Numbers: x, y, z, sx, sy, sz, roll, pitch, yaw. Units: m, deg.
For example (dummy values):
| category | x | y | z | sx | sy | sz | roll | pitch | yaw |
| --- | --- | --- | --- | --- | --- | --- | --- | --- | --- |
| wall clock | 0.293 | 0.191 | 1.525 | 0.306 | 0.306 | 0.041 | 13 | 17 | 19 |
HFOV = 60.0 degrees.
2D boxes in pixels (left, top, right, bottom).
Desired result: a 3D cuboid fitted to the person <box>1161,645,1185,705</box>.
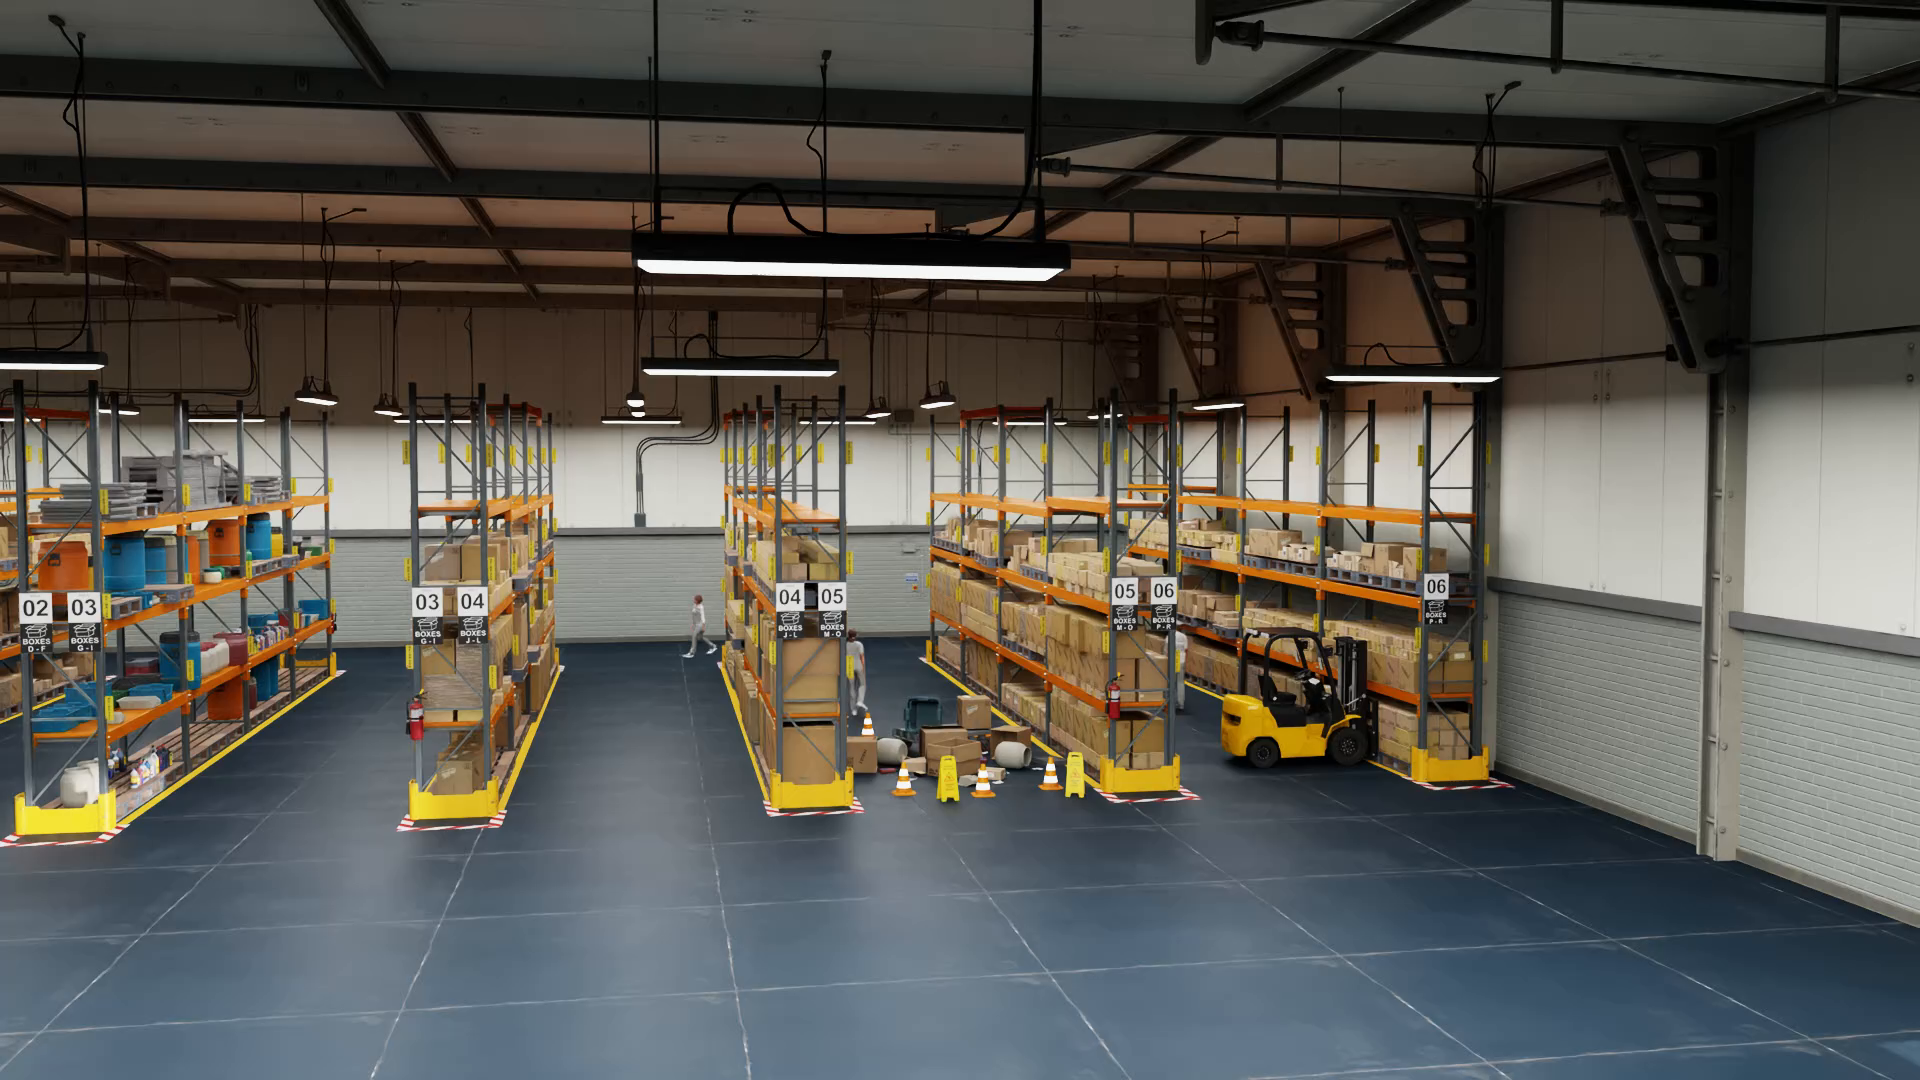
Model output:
| category | x | y | z | sx | sy | sz | roll | pitch | yaw |
| --- | --- | --- | --- | --- | --- | --- | --- | --- | --- |
| person | 4.246 | 2.471 | 32.851 | 0.440 | 1.536 | 0.517 | -1 | 3 | -18 |

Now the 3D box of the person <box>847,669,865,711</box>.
| category | x | y | z | sx | sy | sz | roll | pitch | yaw |
| --- | --- | --- | --- | --- | --- | --- | --- | --- | --- |
| person | -2.020 | 2.719 | 32.182 | 0.376 | 1.163 | 0.441 | 0 | 3 | -2 |

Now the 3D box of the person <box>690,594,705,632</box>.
| category | x | y | z | sx | sy | sz | roll | pitch | yaw |
| --- | --- | --- | --- | --- | --- | --- | --- | --- | --- |
| person | -6.495 | 1.816 | 41.277 | 0.313 | 0.943 | 0.449 | -2 | 3 | -30 |
